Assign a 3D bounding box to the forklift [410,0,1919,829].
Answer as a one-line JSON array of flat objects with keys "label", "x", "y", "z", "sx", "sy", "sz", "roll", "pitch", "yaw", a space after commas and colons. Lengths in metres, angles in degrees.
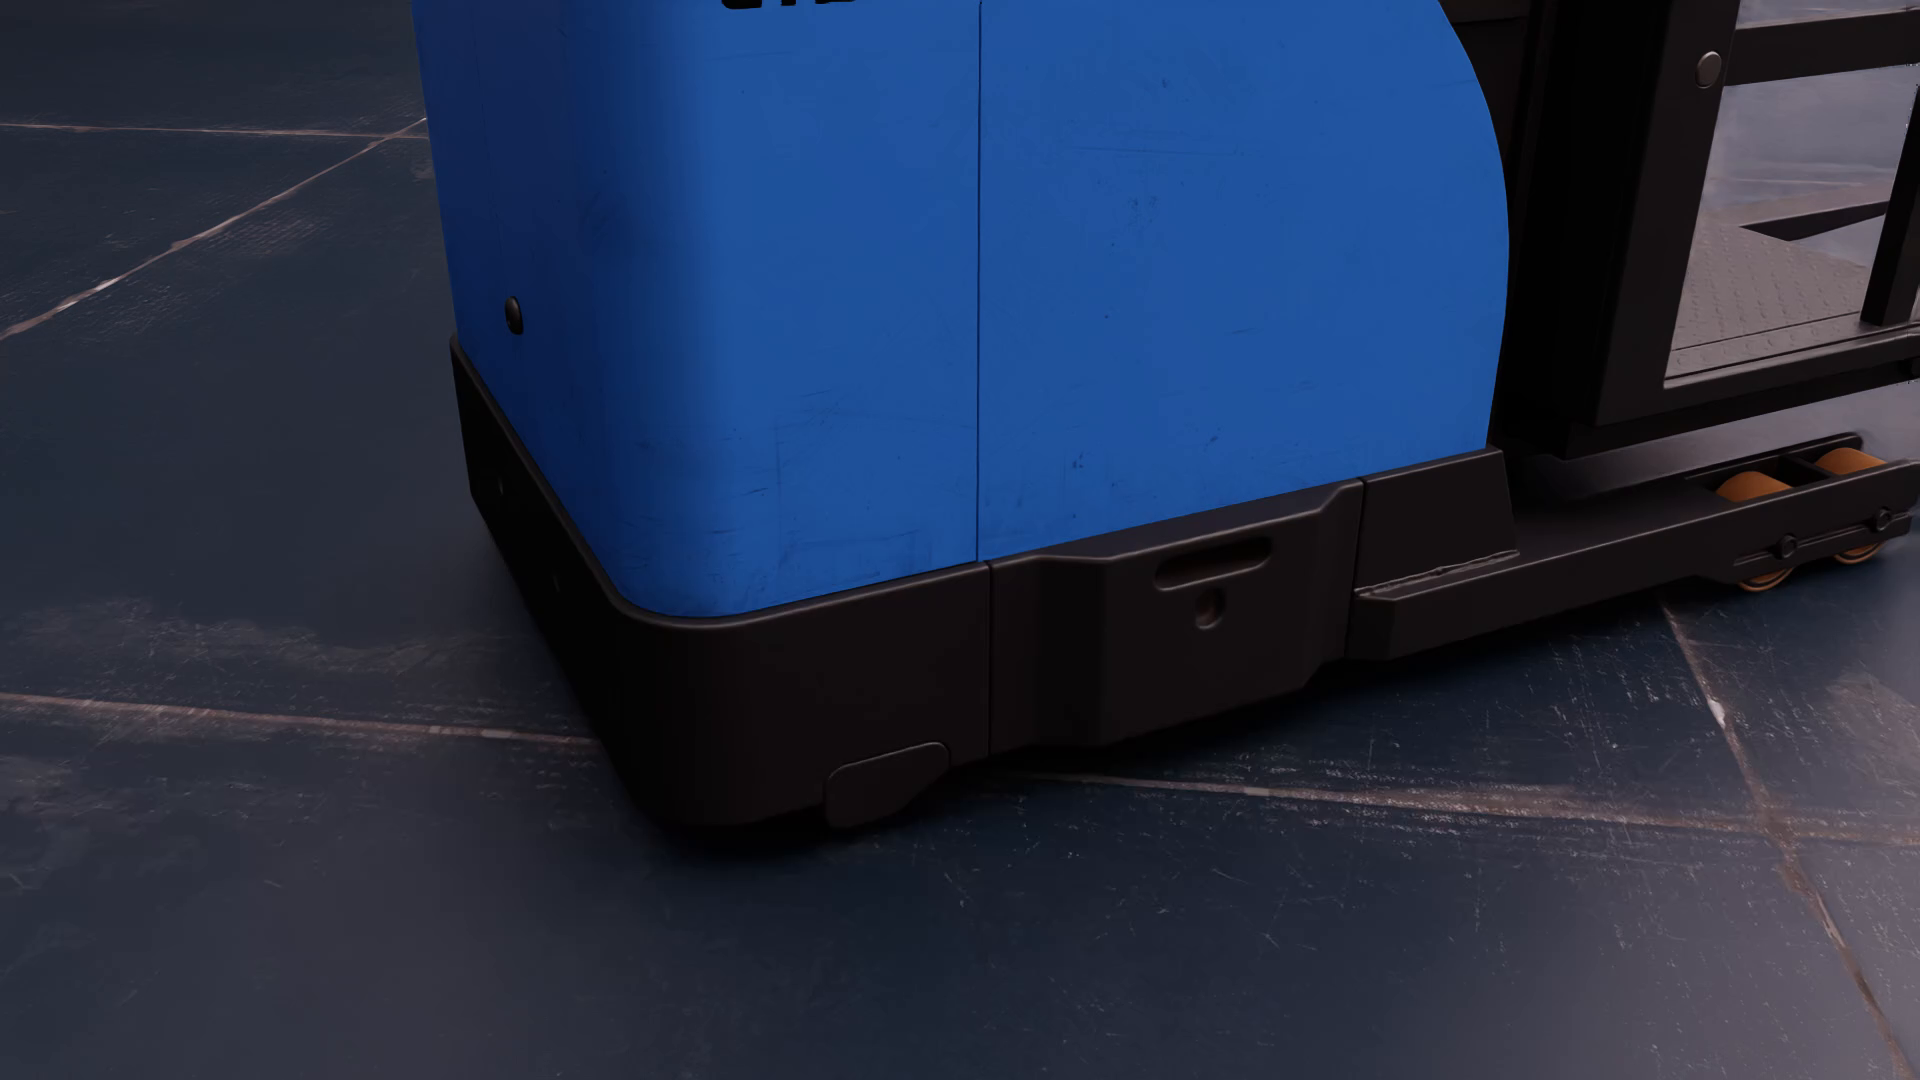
[{"label": "forklift", "x": 0.823, "y": -1.437, "z": 2.098, "sx": 3.031, "sy": 2.935, "sz": 1.130, "roll": -12, "pitch": 29, "yaw": -23}]
